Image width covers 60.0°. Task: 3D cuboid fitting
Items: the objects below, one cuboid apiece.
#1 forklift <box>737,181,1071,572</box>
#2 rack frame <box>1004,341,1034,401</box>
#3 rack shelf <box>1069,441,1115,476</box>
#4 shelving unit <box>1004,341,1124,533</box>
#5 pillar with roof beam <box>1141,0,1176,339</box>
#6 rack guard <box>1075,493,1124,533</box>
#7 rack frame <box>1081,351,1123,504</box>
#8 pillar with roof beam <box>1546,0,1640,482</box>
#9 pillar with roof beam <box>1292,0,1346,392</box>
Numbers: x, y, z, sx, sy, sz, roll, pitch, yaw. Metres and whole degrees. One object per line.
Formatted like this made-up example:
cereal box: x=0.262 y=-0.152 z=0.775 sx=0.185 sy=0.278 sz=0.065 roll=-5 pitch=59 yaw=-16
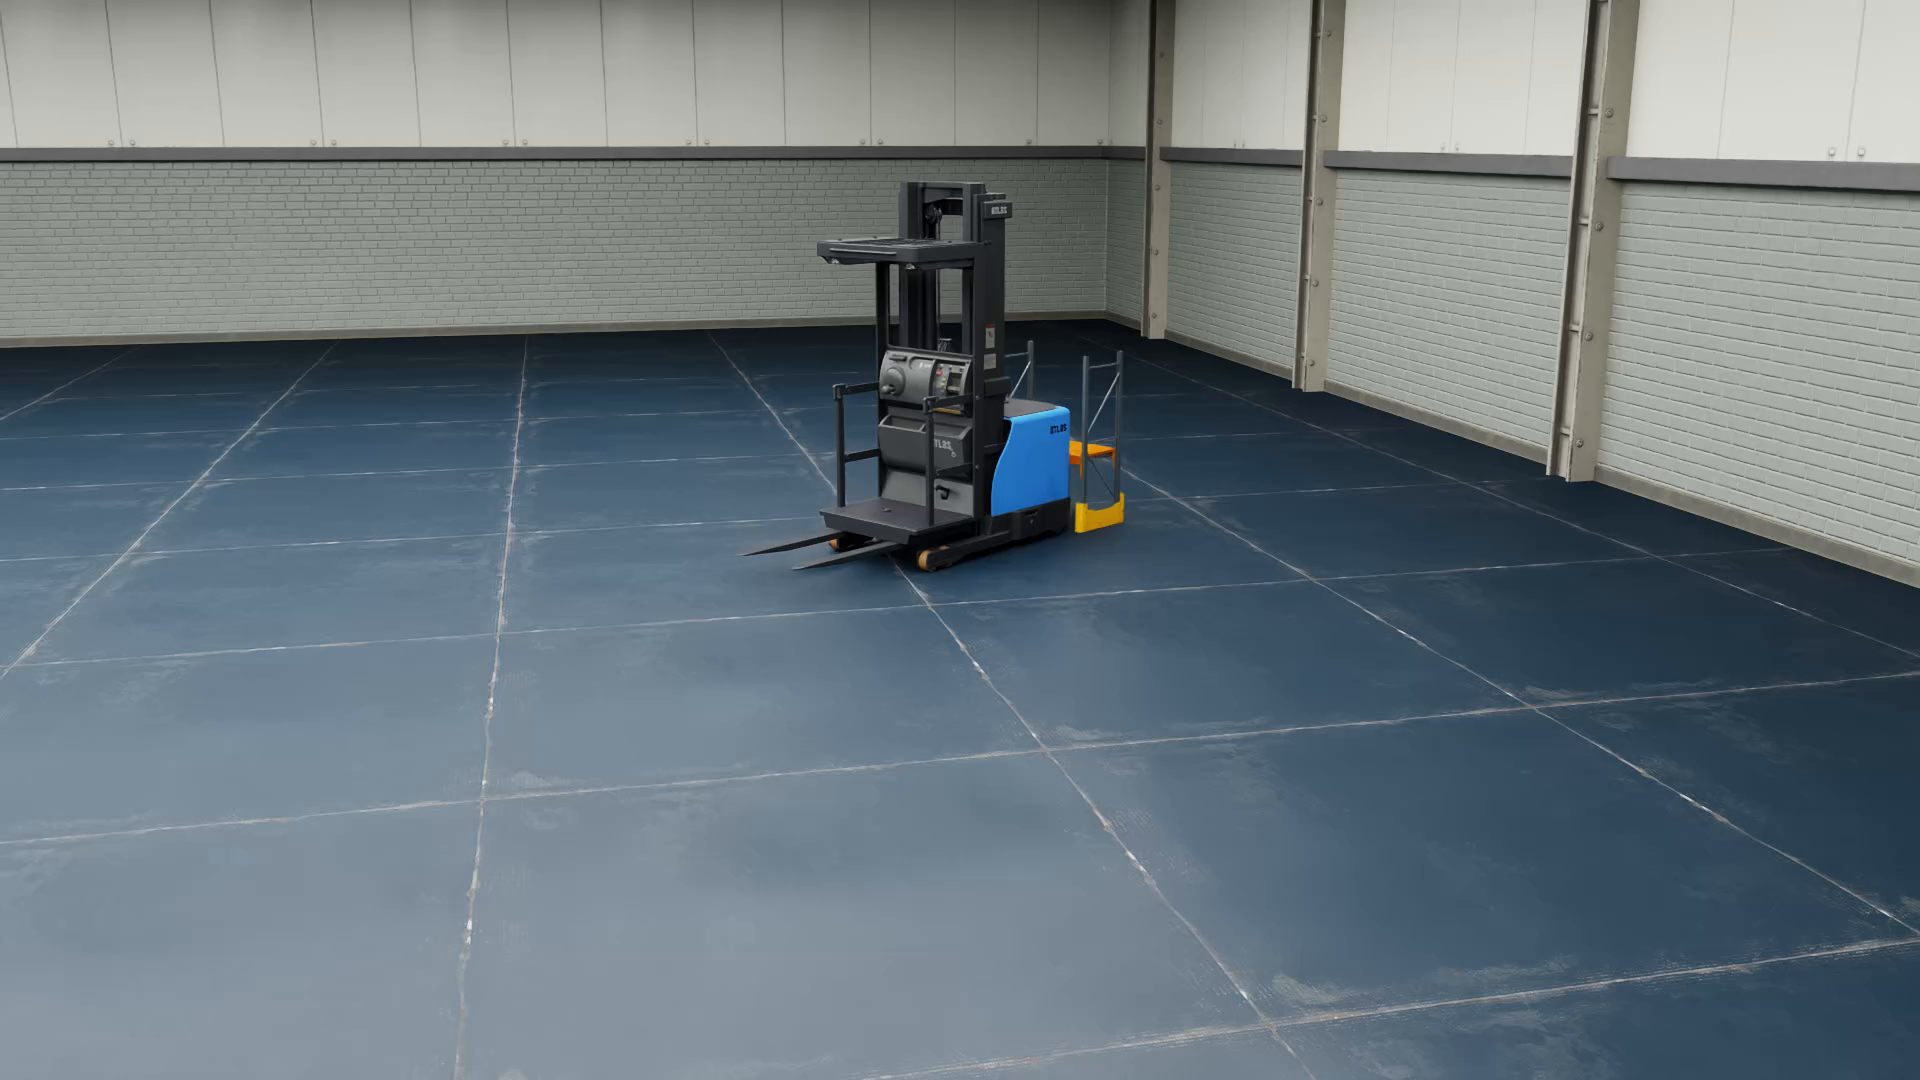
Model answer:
forklift: x=-0.421 y=-1.314 z=13.128 sx=1.130 sy=2.935 sz=3.031 roll=12 pitch=18 yaw=41
rack frame: x=0.478 y=-1.014 z=14.917 sx=0.032 sy=1.500 sz=0.500 roll=13 pitch=19 yaw=42
rack shelf: x=0.845 y=-0.756 z=14.619 sx=1.000 sy=0.185 sz=0.538 roll=13 pitch=19 yaw=42
shelving unit: x=0.852 y=-0.929 z=14.570 sx=1.083 sy=1.500 sz=0.587 roll=13 pitch=19 yaw=42
pillar with roof beam: x=-0.951 y=-7.522 z=25.756 sx=9.100 sy=9.000 sz=0.400 roll=-3 pitch=14 yaw=-13
rack guard: x=1.212 y=-0.240 z=14.384 sx=0.087 sy=0.250 sz=0.587 roll=13 pitch=19 yaw=42
rack frame: x=1.213 y=-0.847 z=14.235 sx=0.032 sy=1.500 sz=0.500 roll=13 pitch=19 yaw=42
pillar with roof beam: x=1.868 y=-4.754 z=14.425 sx=9.100 sy=9.000 sz=0.400 roll=-3 pitch=14 yaw=-13
pillar with roof beam: x=0.459 y=-6.138 z=20.090 sx=9.100 sy=9.000 sz=0.400 roll=-3 pitch=14 yaw=-13
